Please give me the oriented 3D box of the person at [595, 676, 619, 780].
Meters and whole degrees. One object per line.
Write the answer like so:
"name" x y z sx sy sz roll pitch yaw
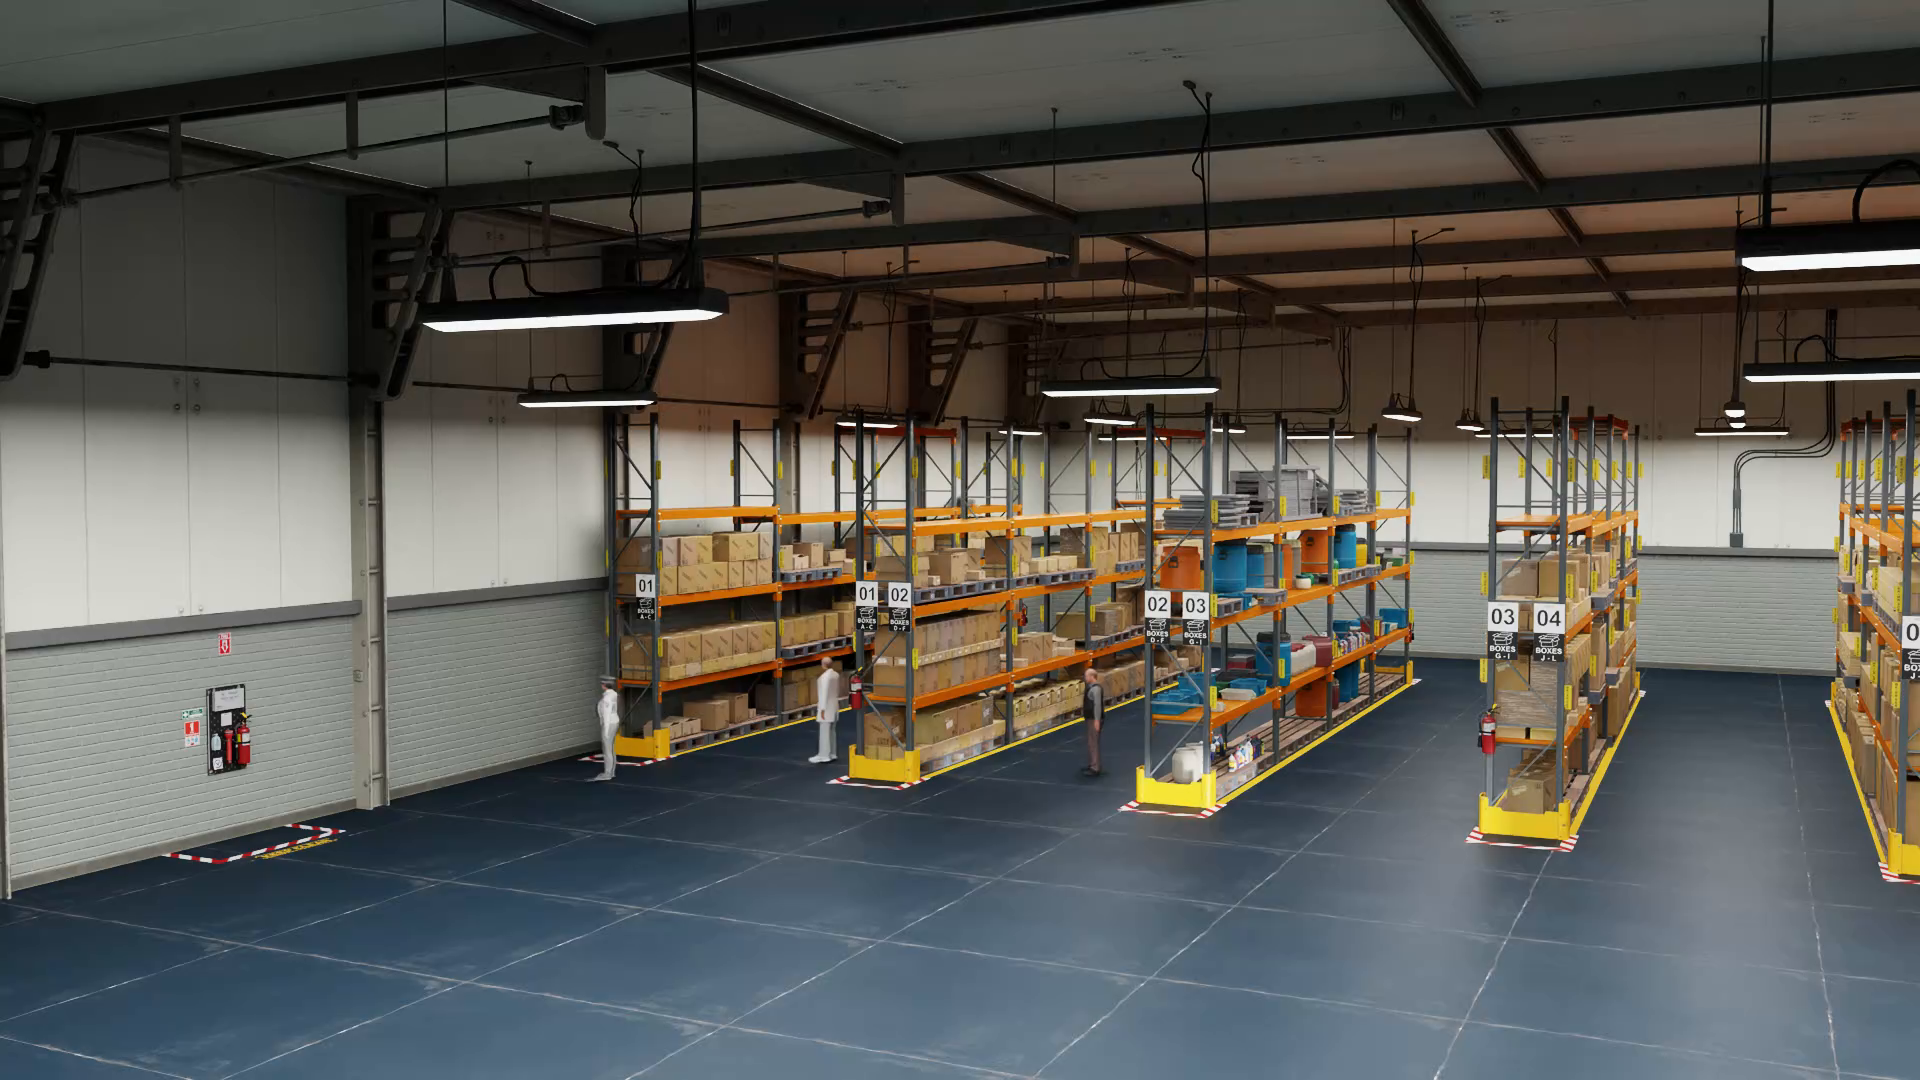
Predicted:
"person" -5.715 3.031 26.893 0.389 1.673 0.514 0 2 -1

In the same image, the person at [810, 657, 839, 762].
"person" -2.313 2.898 28.606 0.434 1.783 0.645 1 3 18

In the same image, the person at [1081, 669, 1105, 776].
"person" 2.189 2.984 27.407 0.406 1.719 0.606 0 2 6
